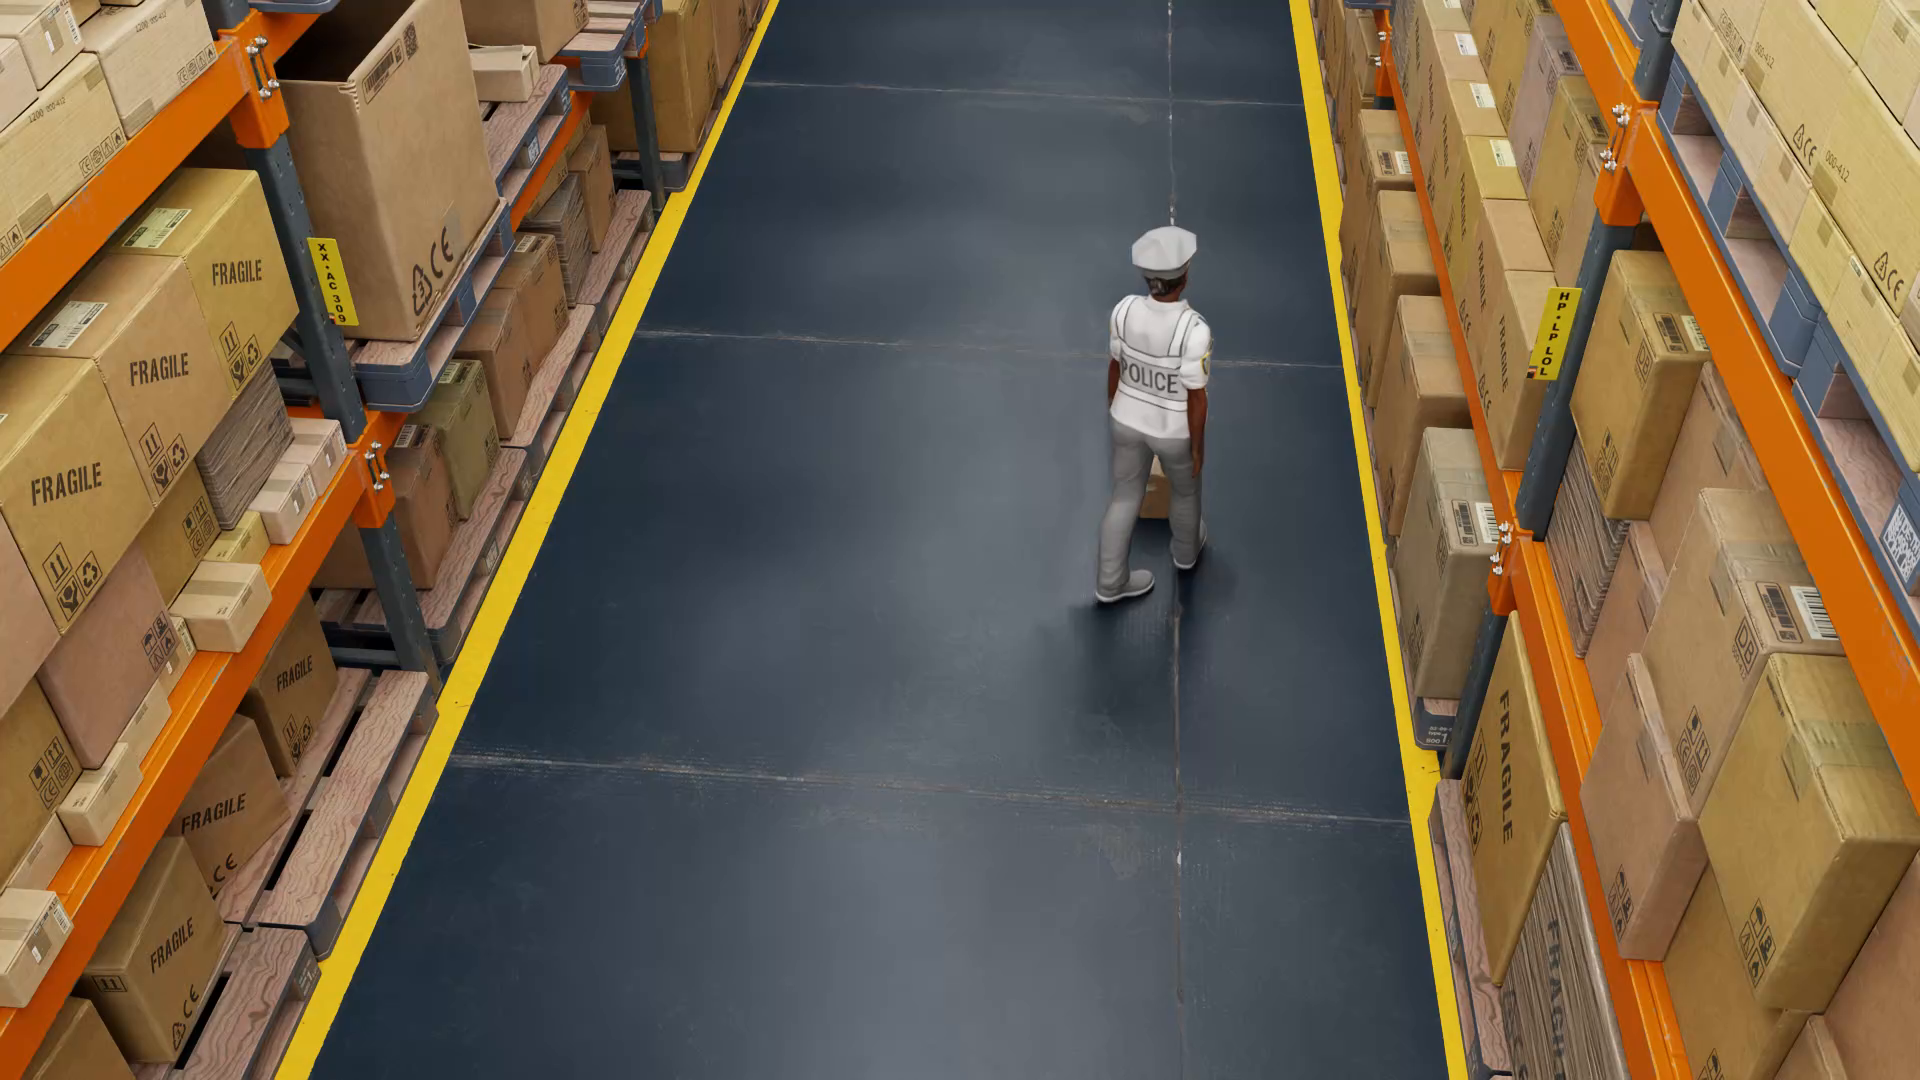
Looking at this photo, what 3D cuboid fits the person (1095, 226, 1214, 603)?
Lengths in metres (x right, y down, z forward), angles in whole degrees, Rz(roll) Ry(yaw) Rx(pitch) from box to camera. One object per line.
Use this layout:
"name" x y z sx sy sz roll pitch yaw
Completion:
"person" 0.833 -0.507 6.745 0.459 1.656 0.676 22 45 24
